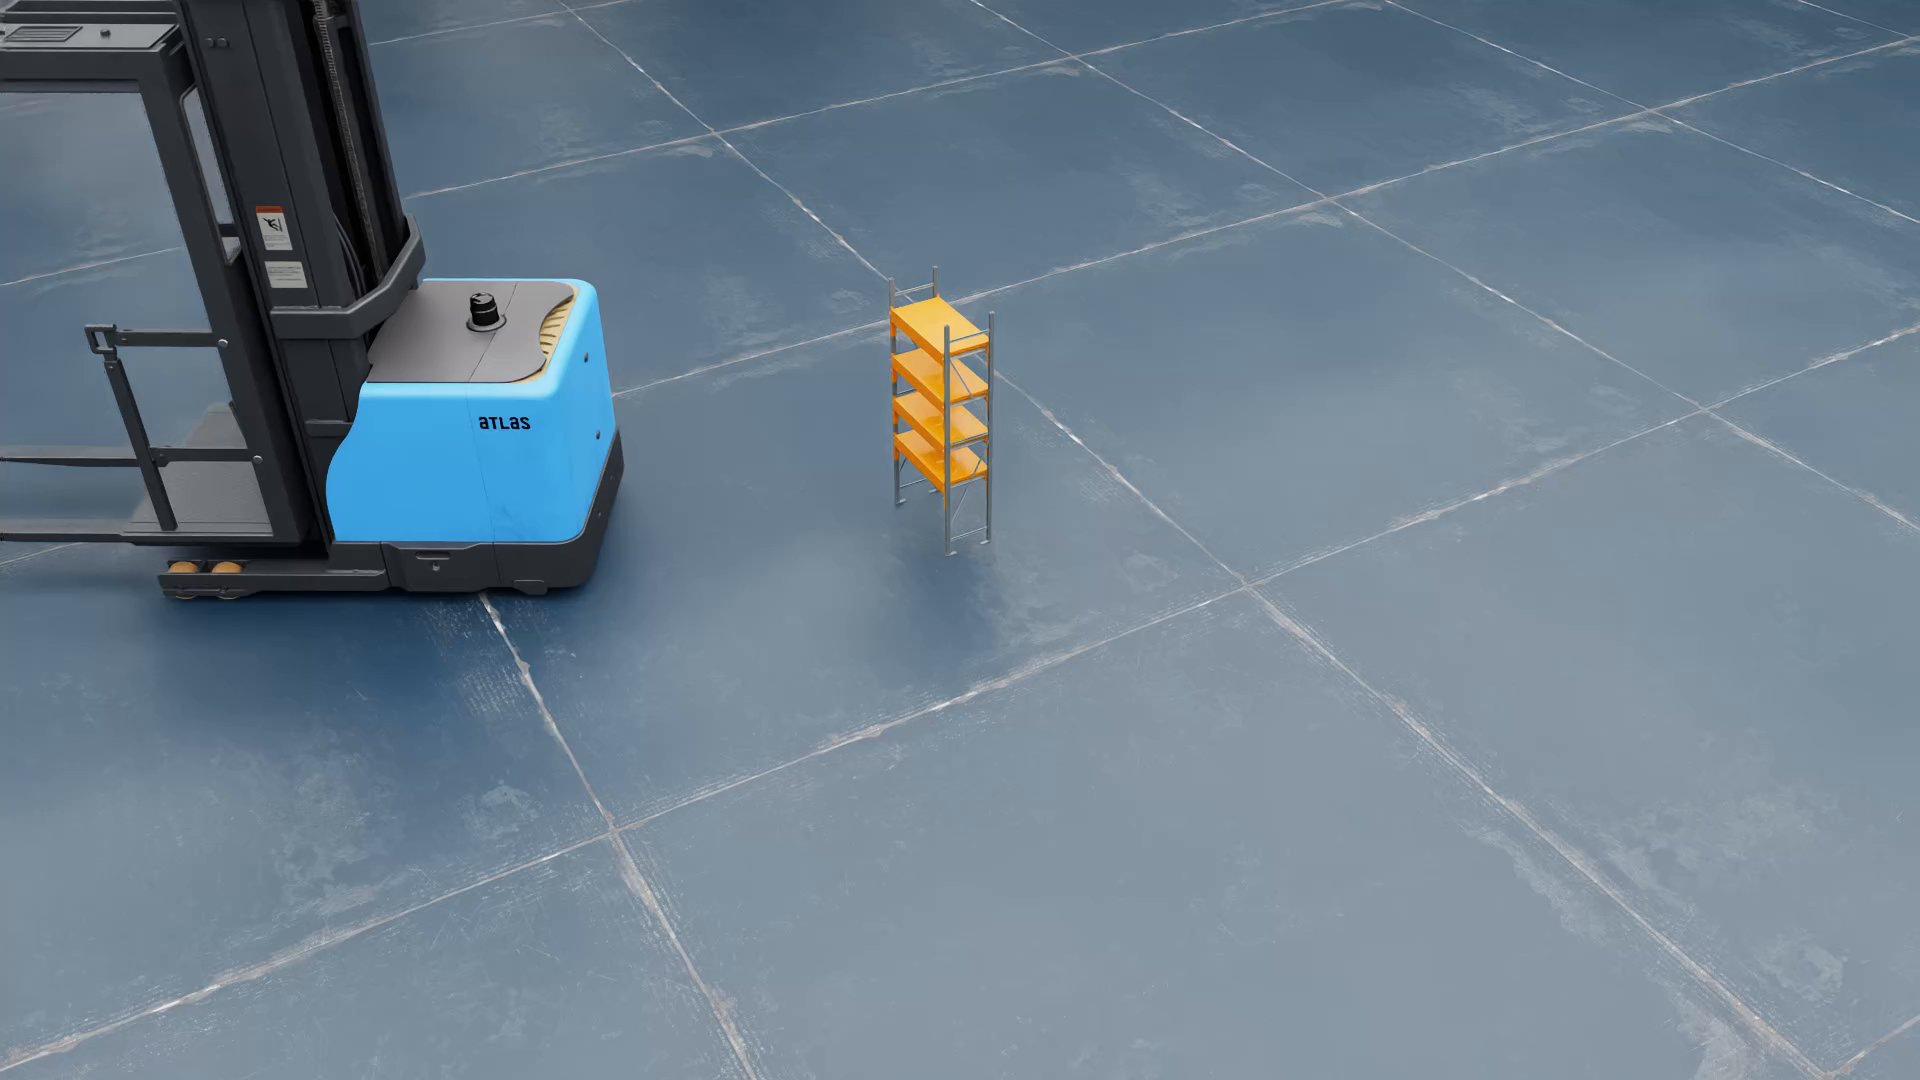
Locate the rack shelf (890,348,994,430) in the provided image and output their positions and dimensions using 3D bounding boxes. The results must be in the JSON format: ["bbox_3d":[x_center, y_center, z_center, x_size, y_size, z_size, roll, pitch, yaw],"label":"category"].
[{"bbox_3d":[-0.083,-0.695,7.419,0.258,0.148,0.480,-19,40,-24],"label":"rack shelf"}]

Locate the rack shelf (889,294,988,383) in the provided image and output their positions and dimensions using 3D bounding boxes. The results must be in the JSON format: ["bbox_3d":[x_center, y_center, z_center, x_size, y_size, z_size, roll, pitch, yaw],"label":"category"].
[{"bbox_3d":[-0.083,-0.886,7.280,0.258,0.148,0.480,-19,40,-24],"label":"rack shelf"}]

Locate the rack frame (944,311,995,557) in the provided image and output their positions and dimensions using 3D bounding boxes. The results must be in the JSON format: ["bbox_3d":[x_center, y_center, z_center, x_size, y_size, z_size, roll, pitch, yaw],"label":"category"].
[{"bbox_3d":[0.039,-0.445,7.341,0.240,1.200,0.015,-19,40,-24],"label":"rack frame"}]

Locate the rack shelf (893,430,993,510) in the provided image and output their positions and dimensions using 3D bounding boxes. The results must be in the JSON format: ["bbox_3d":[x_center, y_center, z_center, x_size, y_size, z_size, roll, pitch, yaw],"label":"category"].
[{"bbox_3d":[-0.083,-0.354,7.668,0.258,0.148,0.480,-19,40,-24],"label":"rack shelf"}]

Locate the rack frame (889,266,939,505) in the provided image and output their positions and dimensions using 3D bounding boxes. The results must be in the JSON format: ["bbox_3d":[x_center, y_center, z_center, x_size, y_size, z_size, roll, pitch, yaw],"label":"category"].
[{"bbox_3d":[-0.206,-0.693,7.682,0.240,1.200,0.015,-19,40,-24],"label":"rack frame"}]

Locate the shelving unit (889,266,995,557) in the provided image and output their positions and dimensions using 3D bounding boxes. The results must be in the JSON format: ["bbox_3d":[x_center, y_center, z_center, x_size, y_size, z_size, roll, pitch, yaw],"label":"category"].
[{"bbox_3d":[-0.083,-0.569,7.512,0.258,1.200,0.503,-19,40,-24],"label":"shelving unit"}]

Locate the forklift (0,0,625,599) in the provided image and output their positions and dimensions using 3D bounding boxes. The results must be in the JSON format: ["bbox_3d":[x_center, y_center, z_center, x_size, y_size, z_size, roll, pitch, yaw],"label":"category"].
[{"bbox_3d":[-3.154,-1.232,6.952,3.031,2.935,1.130,0,36,0],"label":"forklift"}]

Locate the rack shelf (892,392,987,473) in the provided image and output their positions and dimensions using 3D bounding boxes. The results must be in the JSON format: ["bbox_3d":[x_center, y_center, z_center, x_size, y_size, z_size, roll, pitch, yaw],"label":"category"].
[{"bbox_3d":[-0.083,-0.515,7.551,0.258,0.148,0.480,-19,40,-24],"label":"rack shelf"}]
